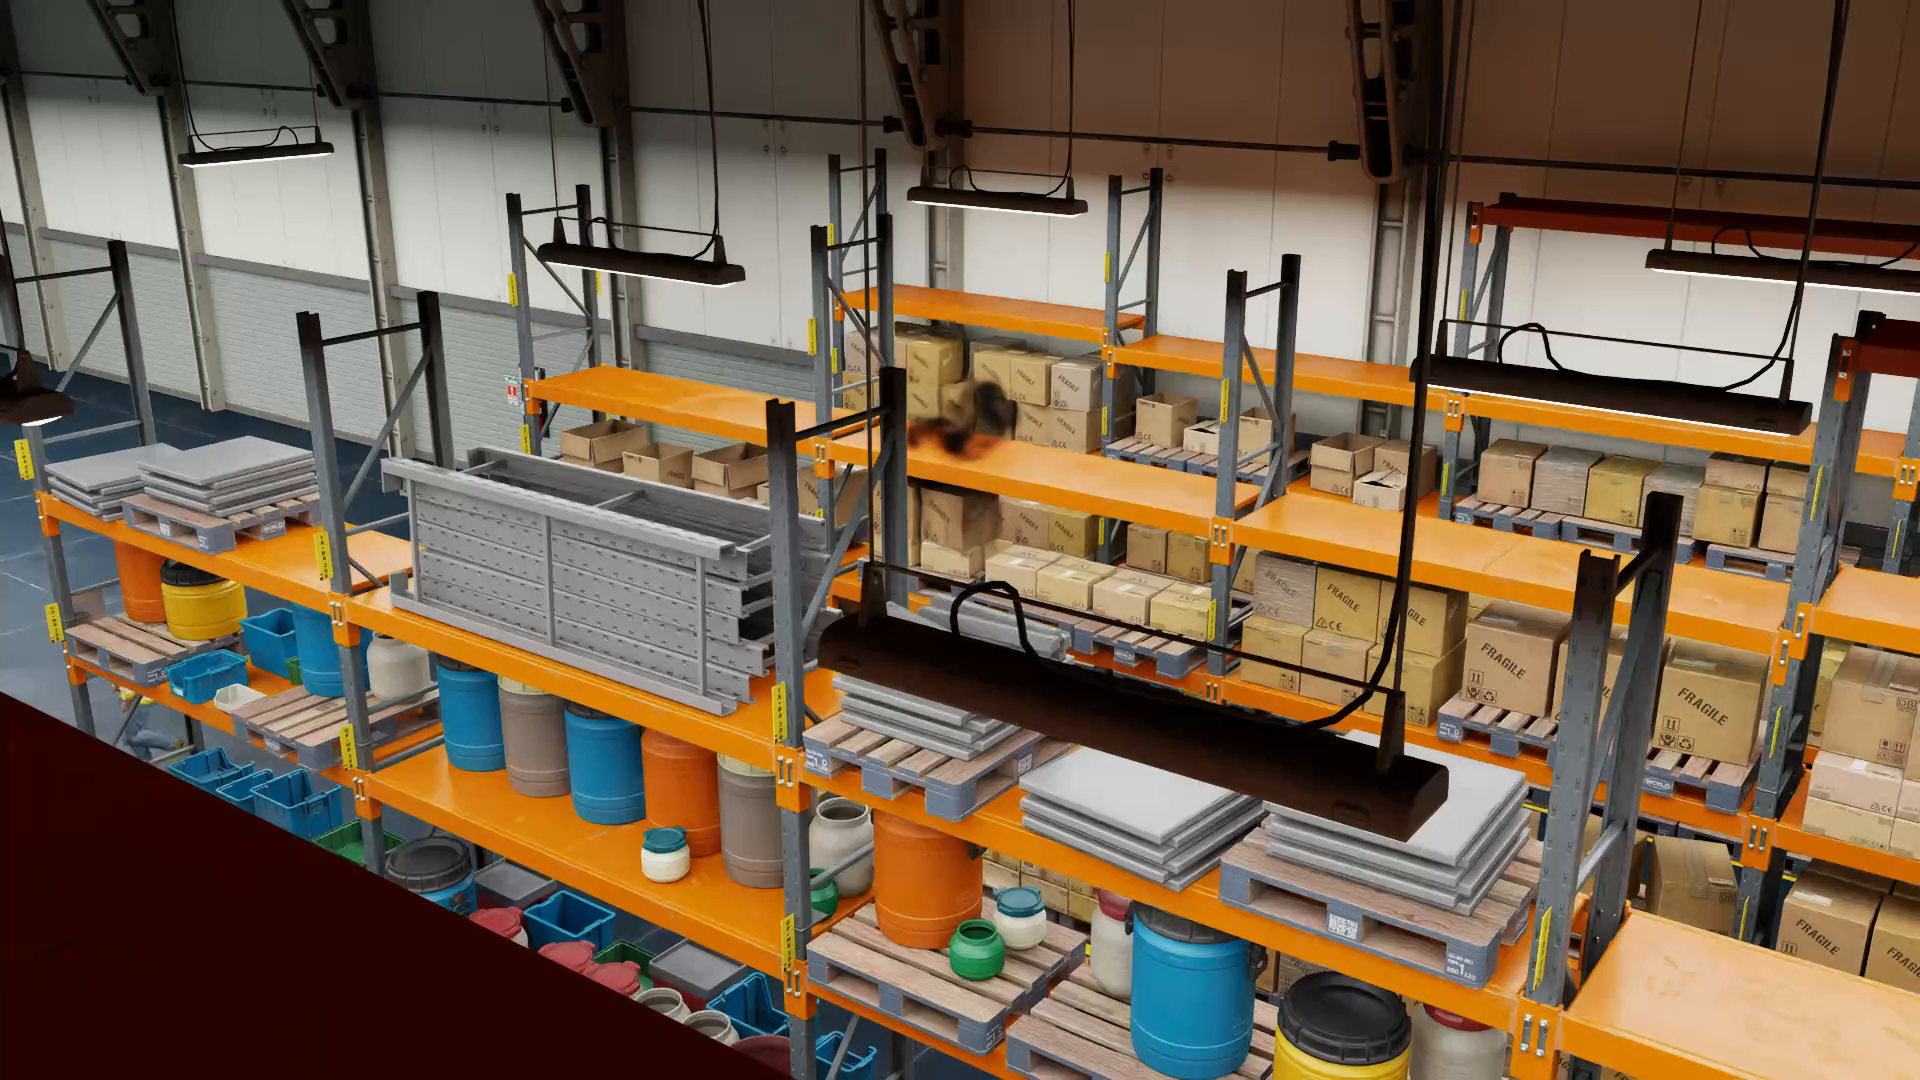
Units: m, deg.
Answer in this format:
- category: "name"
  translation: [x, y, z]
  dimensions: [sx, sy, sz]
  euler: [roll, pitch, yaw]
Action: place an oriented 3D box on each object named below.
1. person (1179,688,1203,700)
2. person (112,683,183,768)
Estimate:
- category: "person"
  translation: [2.387, 1.703, 16.667]
  dimensions: [0.843, 1.749, 0.581]
  euler: [11, 21, 29]
- category: "person"
  translation: [-8.601, 1.643, 17.495]
  dimensions: [0.609, 1.734, 0.718]
  euler: [-10, 21, -27]
